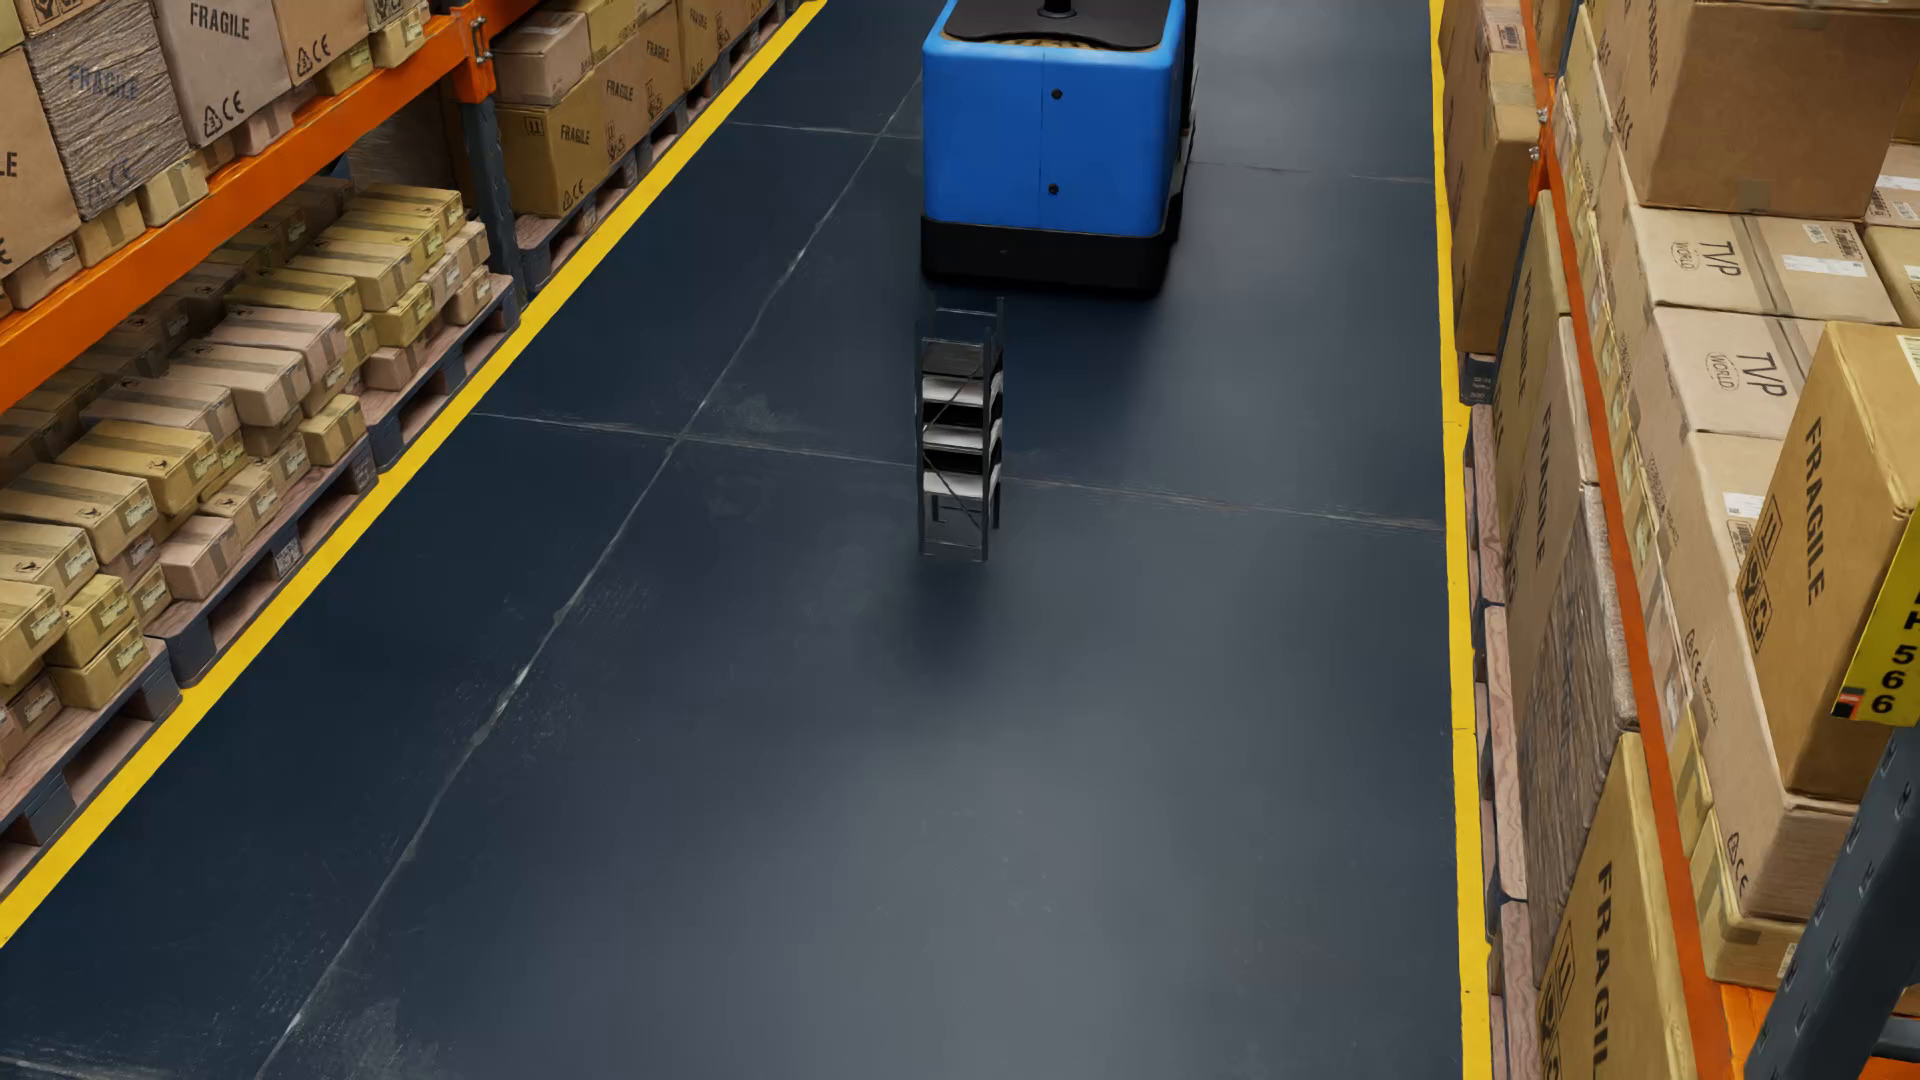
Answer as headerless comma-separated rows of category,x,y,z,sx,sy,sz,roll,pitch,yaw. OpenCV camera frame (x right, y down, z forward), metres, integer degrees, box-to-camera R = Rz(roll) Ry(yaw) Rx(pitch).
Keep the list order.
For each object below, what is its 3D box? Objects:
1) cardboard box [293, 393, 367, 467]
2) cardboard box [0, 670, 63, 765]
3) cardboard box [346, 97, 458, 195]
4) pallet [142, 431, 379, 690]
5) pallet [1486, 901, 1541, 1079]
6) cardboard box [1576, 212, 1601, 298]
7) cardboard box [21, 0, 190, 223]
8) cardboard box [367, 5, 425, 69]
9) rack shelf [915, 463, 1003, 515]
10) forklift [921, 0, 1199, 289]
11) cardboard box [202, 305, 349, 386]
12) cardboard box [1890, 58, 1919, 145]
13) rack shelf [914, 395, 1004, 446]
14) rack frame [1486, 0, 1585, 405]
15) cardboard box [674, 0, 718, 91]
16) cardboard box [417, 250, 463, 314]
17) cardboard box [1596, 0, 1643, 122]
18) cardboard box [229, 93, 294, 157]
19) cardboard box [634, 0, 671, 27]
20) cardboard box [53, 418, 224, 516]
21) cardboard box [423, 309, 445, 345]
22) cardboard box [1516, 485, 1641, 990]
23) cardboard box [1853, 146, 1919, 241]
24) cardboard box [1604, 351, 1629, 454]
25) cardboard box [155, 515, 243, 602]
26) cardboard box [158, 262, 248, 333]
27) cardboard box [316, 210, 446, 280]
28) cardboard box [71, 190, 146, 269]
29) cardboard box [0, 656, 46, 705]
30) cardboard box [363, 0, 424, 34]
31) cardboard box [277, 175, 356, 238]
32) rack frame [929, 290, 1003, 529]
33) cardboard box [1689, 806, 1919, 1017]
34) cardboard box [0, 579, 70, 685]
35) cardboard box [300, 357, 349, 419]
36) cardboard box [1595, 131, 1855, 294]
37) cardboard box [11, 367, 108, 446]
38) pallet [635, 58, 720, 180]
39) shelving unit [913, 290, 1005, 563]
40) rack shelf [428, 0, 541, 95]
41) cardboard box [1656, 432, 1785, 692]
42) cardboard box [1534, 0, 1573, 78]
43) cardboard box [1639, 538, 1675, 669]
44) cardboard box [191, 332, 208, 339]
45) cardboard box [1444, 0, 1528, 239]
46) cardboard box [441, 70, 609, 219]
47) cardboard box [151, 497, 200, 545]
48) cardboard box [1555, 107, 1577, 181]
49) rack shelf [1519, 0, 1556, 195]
cardboard box,-2.323,-0.402,5.820,0.380,0.149,0.250,7,37,10
cardboard box,-2.758,0.467,4.622,0.380,0.149,0.250,8,37,10
cardboard box,-2.439,-1.861,7.534,0.500,0.500,0.500,7,36,9
pallet,-2.718,-0.027,5.607,1.003,0.211,1.213,7,37,10
pallet,1.713,1.387,3.657,1.003,0.211,1.213,7,37,10
cardboard box,1.864,-0.738,4.427,0.380,0.149,0.250,7,36,9
cardboard box,-2.530,-1.220,4.538,0.500,0.500,0.500,6,36,9
cardboard box,-2.132,-1.791,5.879,0.380,0.149,0.250,6,36,9
rack shelf,-0.002,-0.187,5.605,0.258,0.077,0.200,7,37,10
forklift,0.603,-3.118,7.555,1.130,2.935,3.031,6,36,8
cardboard box,-2.334,-0.666,5.678,0.380,0.149,0.250,6,36,8
cardboard box,2.525,-1.347,4.288,0.500,0.500,0.500,8,37,10
rack shelf,-0.002,-0.406,5.446,0.258,0.077,0.200,7,37,10
rack frame,2.473,-1.567,5.357,1.000,3.000,0.127,7,37,10
cardboard box,-1.593,-2.686,8.672,0.500,0.500,0.500,6,36,8
cardboard box,-2.153,-1.006,6.400,0.380,0.149,0.250,6,36,8
cardboard box,2.008,-1.407,4.370,0.500,0.500,0.500,7,37,10
cardboard box,-2.355,-1.341,5.258,0.380,0.149,0.250,6,36,8
cardboard box,-1.710,-2.697,8.048,0.500,0.250,0.500,9,37,12
cardboard box,-2.500,-0.225,5.069,0.380,0.149,0.250,8,37,11
cardboard box,-2.239,-0.857,6.448,0.380,0.149,0.250,8,37,11
cardboard box,1.871,0.517,3.933,0.875,0.875,0.875,7,37,10
cardboard box,2.418,-0.752,4.105,0.500,0.250,0.500,8,37,11
cardboard box,1.700,-0.294,3.814,0.380,0.149,0.250,8,37,11
cardboard box,-2.497,0.044,5.205,0.380,0.149,0.250,6,36,8
cardboard box,-2.783,-0.878,5.970,0.380,0.149,0.250,6,36,9
cardboard box,-2.189,-1.116,6.298,0.380,0.149,0.250,8,37,11
cardboard box,-2.533,-0.898,4.646,0.380,0.149,0.250,9,37,12
cardboard box,-2.763,0.340,4.542,0.380,0.149,0.250,8,37,11
cardboard box,-2.178,-2.095,5.746,0.500,0.500,0.500,7,37,10
cardboard box,-2.627,-1.332,6.597,0.380,0.149,0.250,9,37,12
rack frame,0.020,-0.418,5.560,0.240,0.900,0.006,7,37,10
cardboard box,1.373,0.582,2.605,0.380,0.149,0.250,8,37,11
cardboard box,-2.641,0.230,4.441,0.380,0.149,0.250,7,37,10
cardboard box,-2.378,-0.570,5.799,0.380,0.149,0.250,8,37,11
cardboard box,1.900,-0.808,4.184,0.500,0.250,0.500,8,37,11
cardboard box,-2.986,-0.439,5.365,0.380,0.149,0.250,7,37,10
pallet,-1.928,-2.266,8.697,1.003,0.211,1.213,7,37,10
shelving unit,-0.002,-0.360,5.480,0.258,0.900,0.210,7,37,10
rack shelf,-1.924,-3.102,8.088,1.077,0.370,4.000,7,37,10
cardboard box,1.572,0.064,2.980,0.500,0.250,0.500,7,36,9
cardboard box,2.306,-1.910,5.744,0.500,0.500,0.500,7,37,10
cardboard box,1.536,0.145,3.207,0.380,0.149,0.250,8,37,11
cardboard box,-2.785,-0.761,6.061,0.380,0.149,0.250,6,36,8
cardboard box,2.780,-1.759,7.074,1.225,0.875,0.875,6,36,8
cardboard box,-1.934,-1.795,7.443,0.500,0.500,0.500,9,37,12
cardboard box,-2.621,-0.118,5.174,0.380,0.149,0.250,9,37,12
cardboard box,2.029,-1.187,5.046,0.380,0.149,0.250,6,36,8
rack shelf,2.900,-2.423,7.150,1.077,0.370,4.000,7,37,10
